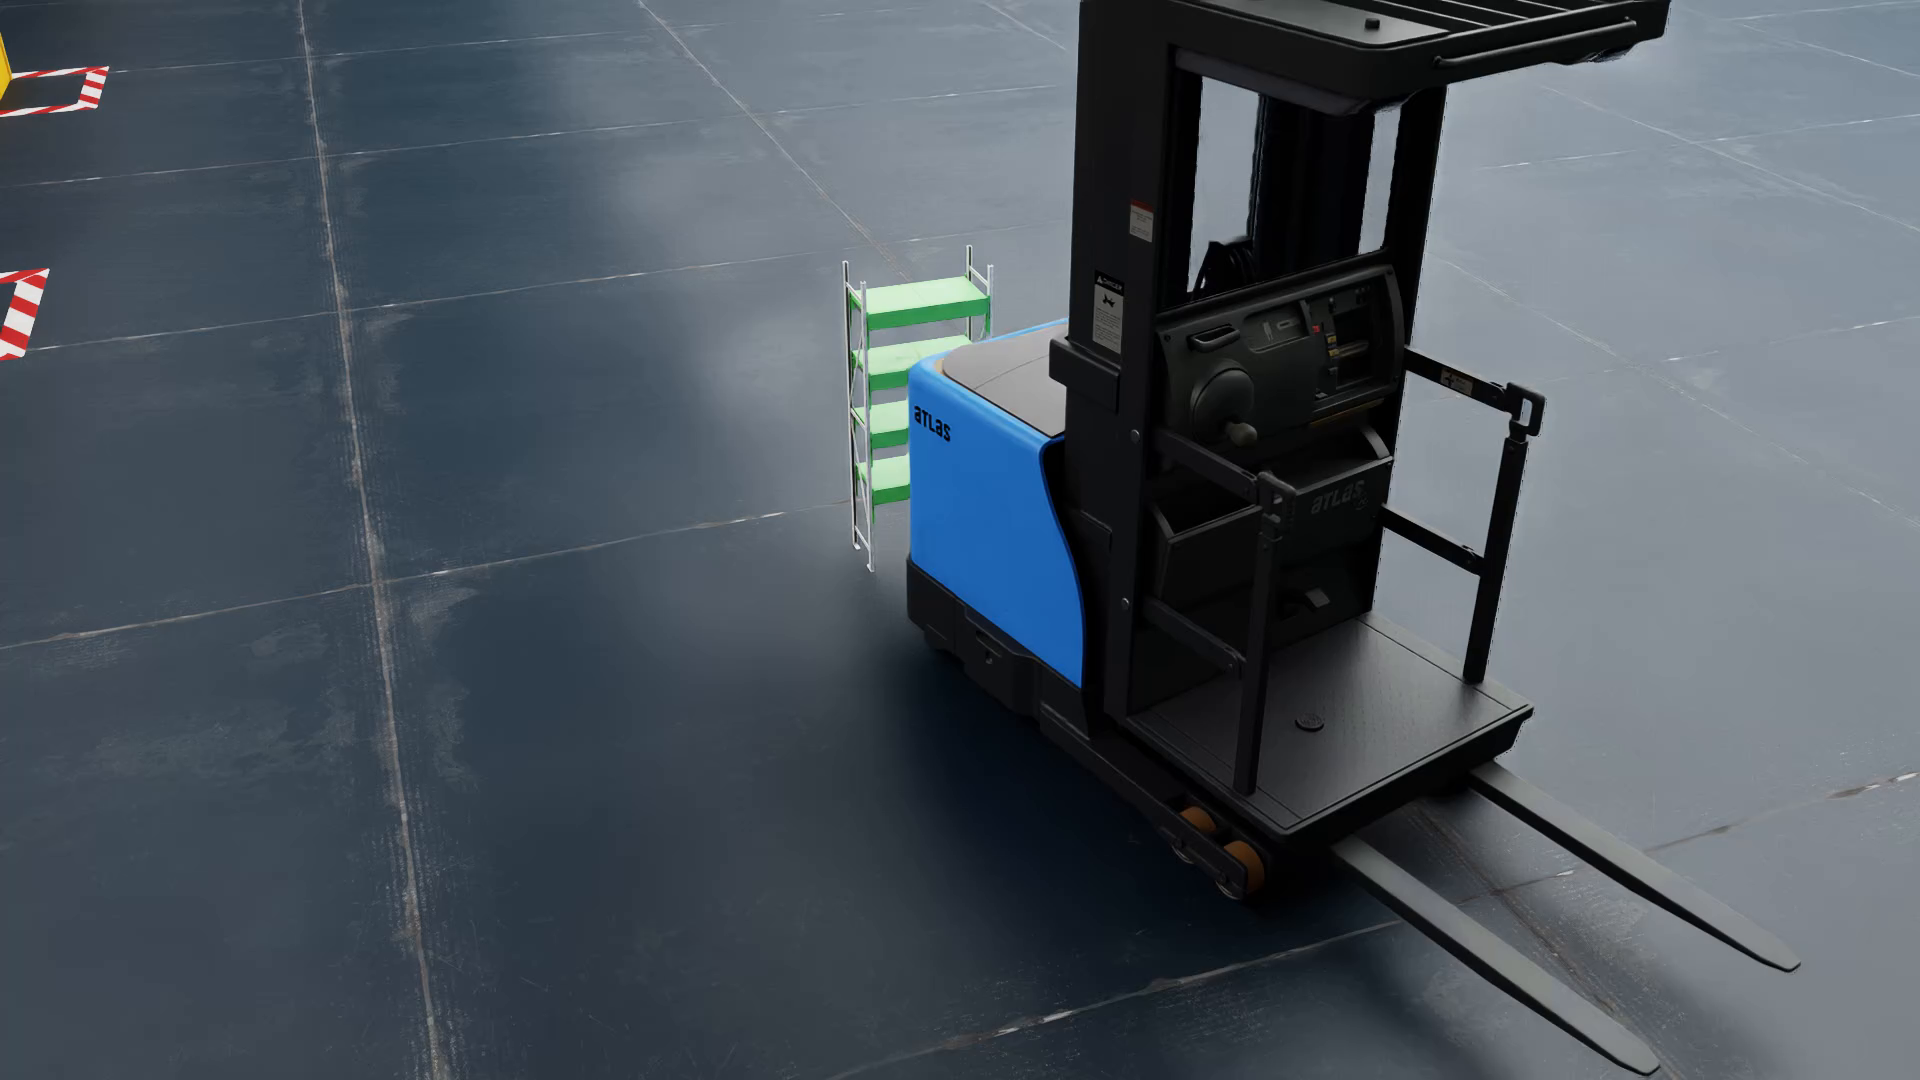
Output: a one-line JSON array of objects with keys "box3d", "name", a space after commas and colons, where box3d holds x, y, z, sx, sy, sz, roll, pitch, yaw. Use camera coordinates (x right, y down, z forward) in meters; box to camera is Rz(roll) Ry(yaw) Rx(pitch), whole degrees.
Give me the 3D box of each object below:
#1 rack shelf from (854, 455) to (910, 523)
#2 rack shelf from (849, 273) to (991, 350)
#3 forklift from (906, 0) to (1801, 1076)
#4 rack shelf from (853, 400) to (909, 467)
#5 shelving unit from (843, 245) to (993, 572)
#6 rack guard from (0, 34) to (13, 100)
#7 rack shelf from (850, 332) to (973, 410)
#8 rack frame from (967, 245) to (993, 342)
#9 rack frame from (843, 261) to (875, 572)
[{"box3d": [-0.155, -0.229, 6.553, 0.480, 0.148, 0.258, -10, 31, -18], "name": "rack shelf"}, {"box3d": [-0.155, -0.854, 6.197, 0.480, 0.148, 0.258, -10, 31, -18], "name": "rack shelf"}, {"box3d": [1.064, -0.491, 4.651, 1.130, 2.935, 3.031, -19, 35, -30], "name": "forklift"}, {"box3d": [-0.155, -0.437, 6.434, 0.480, 0.148, 0.258, -10, 31, -18], "name": "rack shelf"}, {"box3d": [-0.155, -0.493, 6.403, 0.503, 1.200, 0.258, -10, 31, -18], "name": "shelving unit"}, {"box3d": [-7.477, -3.599, 12.563, 0.348, 0.500, 1.175, -10, 31, -18], "name": "rack guard"}, {"box3d": [-0.155, -0.646, 6.316, 0.480, 0.148, 0.258, -10, 31, -18], "name": "rack shelf"}, {"box3d": [0.074, -0.535, 6.477, 0.015, 1.200, 0.240, -10, 31, -18], "name": "rack frame"}, {"box3d": [-0.384, -0.451, 6.329, 0.015, 1.200, 0.240, -10, 31, -18], "name": "rack frame"}]
